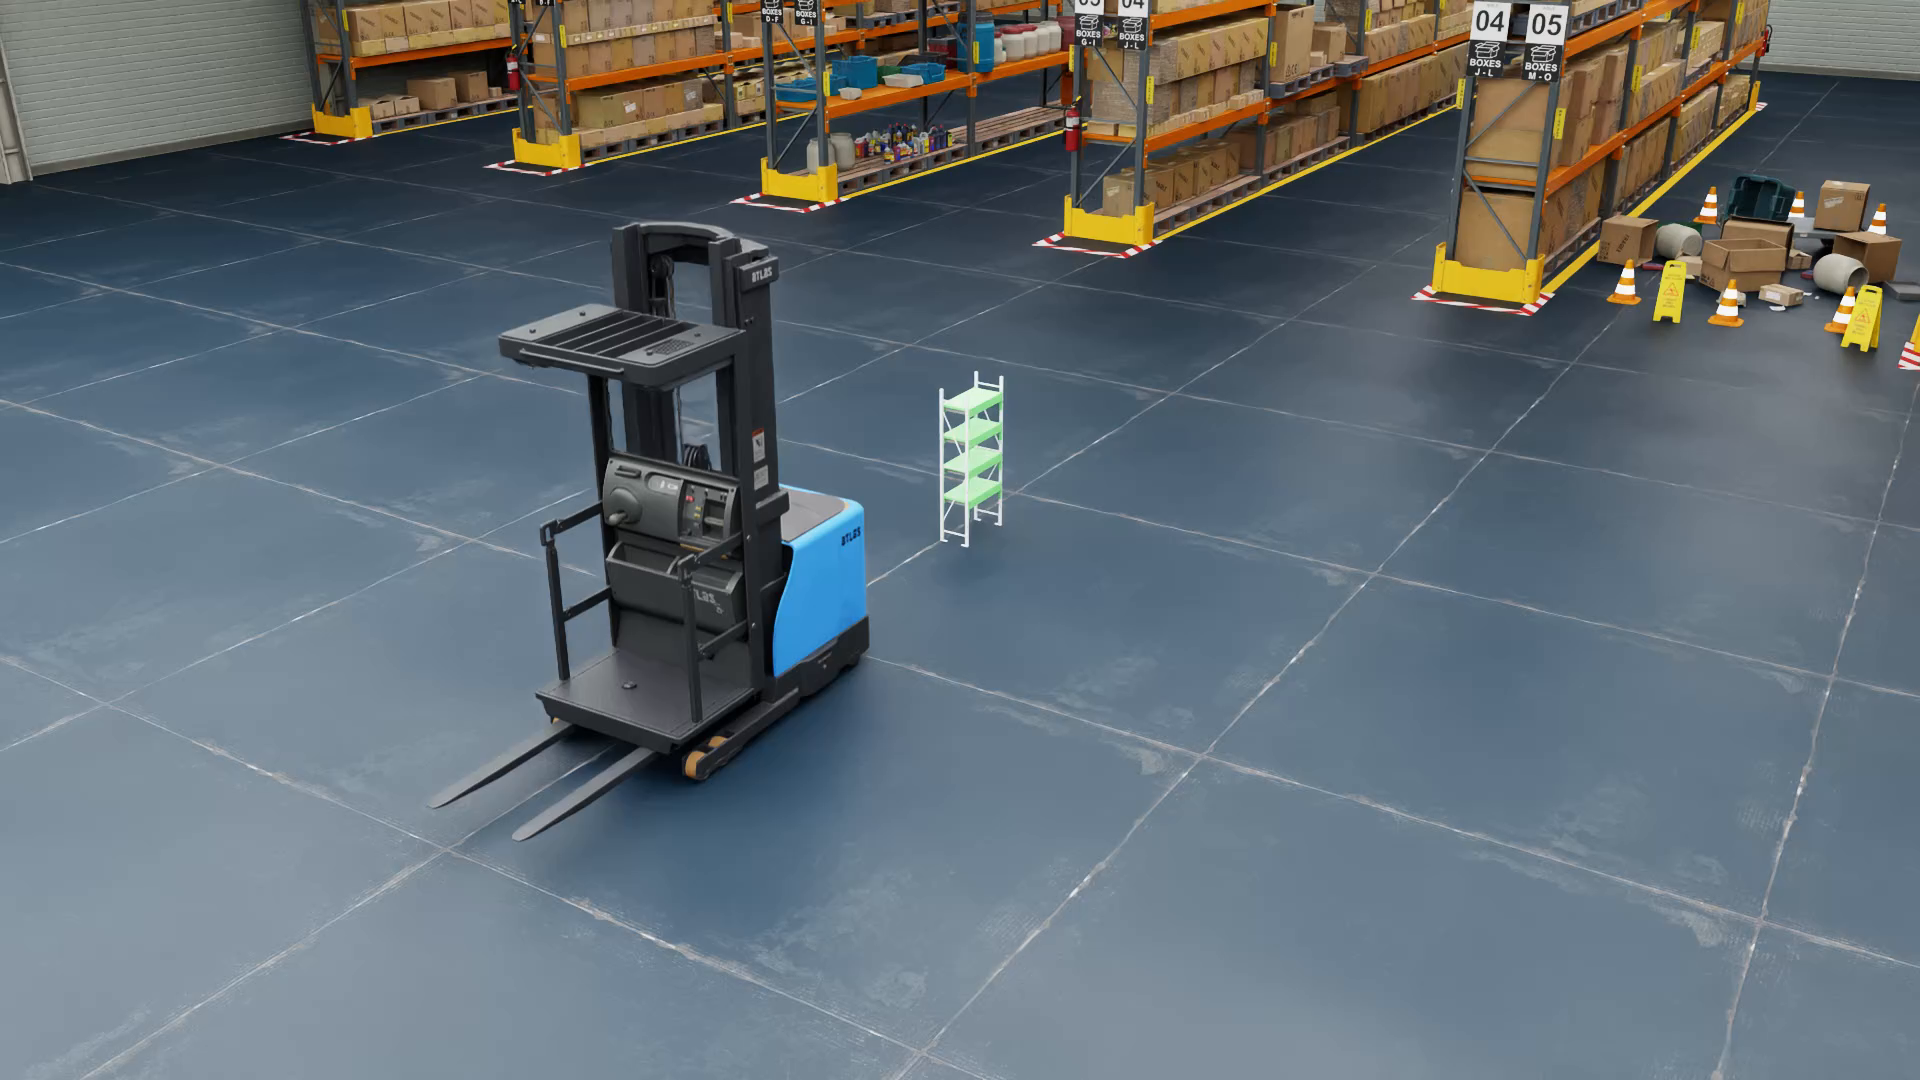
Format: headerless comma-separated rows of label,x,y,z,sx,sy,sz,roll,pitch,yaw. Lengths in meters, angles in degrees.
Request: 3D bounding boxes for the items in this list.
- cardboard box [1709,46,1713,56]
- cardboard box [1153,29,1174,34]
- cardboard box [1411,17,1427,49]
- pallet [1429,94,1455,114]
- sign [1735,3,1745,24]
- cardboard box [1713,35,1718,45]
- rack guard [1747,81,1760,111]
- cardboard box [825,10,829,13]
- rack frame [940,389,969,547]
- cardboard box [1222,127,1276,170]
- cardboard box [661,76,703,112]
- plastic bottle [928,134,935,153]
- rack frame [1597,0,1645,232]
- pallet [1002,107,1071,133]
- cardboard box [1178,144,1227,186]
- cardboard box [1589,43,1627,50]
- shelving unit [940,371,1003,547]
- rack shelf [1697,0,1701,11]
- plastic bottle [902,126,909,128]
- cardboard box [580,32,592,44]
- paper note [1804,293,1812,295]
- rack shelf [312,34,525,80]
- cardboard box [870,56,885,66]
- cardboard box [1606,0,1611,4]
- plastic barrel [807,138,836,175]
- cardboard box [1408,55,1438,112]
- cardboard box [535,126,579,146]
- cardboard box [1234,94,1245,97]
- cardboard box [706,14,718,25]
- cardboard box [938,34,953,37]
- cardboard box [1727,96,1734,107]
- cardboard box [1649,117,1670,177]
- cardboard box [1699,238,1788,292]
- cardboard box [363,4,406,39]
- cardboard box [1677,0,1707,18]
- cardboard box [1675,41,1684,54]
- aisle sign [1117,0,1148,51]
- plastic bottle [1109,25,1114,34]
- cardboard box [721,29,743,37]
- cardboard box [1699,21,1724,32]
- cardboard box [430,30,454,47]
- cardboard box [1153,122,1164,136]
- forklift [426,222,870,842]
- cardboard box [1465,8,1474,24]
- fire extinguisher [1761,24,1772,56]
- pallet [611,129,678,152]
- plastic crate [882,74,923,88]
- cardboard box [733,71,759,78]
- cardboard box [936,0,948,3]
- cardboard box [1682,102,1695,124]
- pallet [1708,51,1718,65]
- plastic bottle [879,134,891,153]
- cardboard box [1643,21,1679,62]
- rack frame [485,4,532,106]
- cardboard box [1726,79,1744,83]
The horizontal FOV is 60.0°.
cardboard box,11.935,-7.912,26.873,0.380,0.149,0.250,12,26,26
cardboard box,2.493,-6.506,22.080,0.500,0.500,0.500,14,27,29
cardboard box,7.936,-9.004,29.484,0.500,0.500,0.500,15,27,31
pallet,8.685,-8.300,31.492,1.003,0.211,1.213,14,27,29
sign,12.852,-8.682,27.408,0.100,0.325,0.005,14,27,29
cardboard box,12.065,-8.132,27.007,0.380,0.149,0.250,15,28,31
rack guard,14.448,-8.443,31.459,1.175,0.500,0.348,14,27,29
cardboard box,-3.352,-12.545,39.590,0.380,0.149,0.250,14,27,29
rack frame,-0.041,-0.524,12.286,0.240,1.200,0.015,14,27,29
cardboard box,4.340,-5.897,25.024,0.700,0.500,0.500,12,26,25
cardboard box,-4.749,-7.623,28.407,0.500,0.500,0.500,14,27,29
plastic bottle,-0.457,-6.226,26.058,0.061,0.283,0.133,16,28,32
rack frame,8.158,-5.566,21.666,1.000,3.000,0.127,14,27,29
pallet,1.458,-7.494,29.631,1.003,0.211,1.213,14,27,29
cardboard box,3.457,-5.363,23.817,0.500,0.500,0.500,-18,29,-36
cardboard box,7.935,-6.013,21.151,0.875,0.550,0.550,14,27,29
shelving unit,0.087,-0.606,12.476,0.258,1.200,0.503,14,27,29
rack shelf,11.323,-8.637,25.891,1.077,0.370,4.000,14,27,29
plastic bottle,-0.898,-6.499,26.696,0.152,0.276,0.135,15,28,31
cardboard box,-5.999,-7.887,26.086,0.380,0.149,0.250,13,27,28
paper note,9.690,-2.836,19.113,0.142,0.019,0.148,-17,29,-35
rack shelf,-9.682,-8.748,29.923,1.077,0.370,4.000,14,27,29
cardboard box,-1.823,-9.215,32.689,0.500,0.500,0.500,15,28,31
cardboard box,7.301,-6.276,19.193,0.380,0.149,0.250,14,27,29
plastic barrel,-2.038,-5.616,24.386,0.421,0.512,0.421,0,23,0
cardboard box,7.897,-8.337,30.213,1.225,0.875,0.875,14,27,29
cardboard box,-6.494,-6.540,26.850,0.500,0.250,0.500,14,27,29
cardboard box,3.811,-6.236,23.530,0.380,0.149,0.250,14,27,29
cardboard box,-4.378,-8.923,28.480,0.380,0.149,0.250,14,27,29
cardboard box,-0.137,-10.723,36.172,0.500,0.500,0.500,14,27,29
cardboard box,13.493,-7.786,29.481,0.380,0.149,0.250,14,27,29
cardboard box,9.871,-5.889,24.717,1.050,0.750,0.750,13,27,28
cardboard box,9.083,-3.190,19.321,0.797,0.503,0.637,-3,24,-7
cardboard box,-9.960,-8.951,28.705,0.500,0.500,0.500,14,27,29
cardboard box,12.397,-9.122,28.123,0.500,0.500,0.500,13,27,27
cardboard box,10.679,-7.383,24.903,0.380,0.149,0.250,14,27,29
aisle sign,2.110,-6.398,20.318,0.394,0.787,0.004,14,27,29
plastic bottle,2.756,-9.244,30.310,0.061,0.283,0.133,14,27,29
cardboard box,-4.108,-8.990,29.746,0.396,0.266,0.258,13,27,28
cardboard box,12.332,-8.440,27.344,0.380,0.149,0.250,15,28,31
cardboard box,-9.405,-8.961,29.673,0.500,0.250,0.500,14,27,29
cardboard box,2.389,-5.300,21.370,0.380,0.149,0.250,14,27,29
forklift,-1.768,-0.189,9.332,1.130,2.935,3.031,13,27,28
cardboard box,9.490,-10.018,31.766,0.500,0.250,0.500,14,27,29
fire extinguisher,15.013,-9.397,31.084,0.296,0.674,0.183,14,27,29
pallet,-5.514,-6.764,27.944,1.003,0.211,1.213,14,27,29
plastic crate,-0.851,-6.955,25.208,0.530,0.136,0.437,14,27,29
cardboard box,-3.912,-8.446,30.547,0.500,0.311,0.500,14,27,29
cardboard box,-0.636,-11.542,34.817,0.700,0.500,0.500,5,24,11
cardboard box,11.105,-6.659,25.865,0.500,0.250,0.500,13,27,28
pallet,11.852,-7.950,27.416,1.003,0.211,1.213,14,27,29
plastic bottle,-1.173,-6.214,26.038,0.152,0.276,0.135,14,27,29
cardboard box,10.023,-7.271,24.221,0.700,0.500,0.500,14,27,29
rack frame,-8.627,-9.753,31.340,1.000,3.000,0.127,14,27,29
cardboard box,14.024,-8.281,30.249,0.380,0.149,0.250,13,26,27
